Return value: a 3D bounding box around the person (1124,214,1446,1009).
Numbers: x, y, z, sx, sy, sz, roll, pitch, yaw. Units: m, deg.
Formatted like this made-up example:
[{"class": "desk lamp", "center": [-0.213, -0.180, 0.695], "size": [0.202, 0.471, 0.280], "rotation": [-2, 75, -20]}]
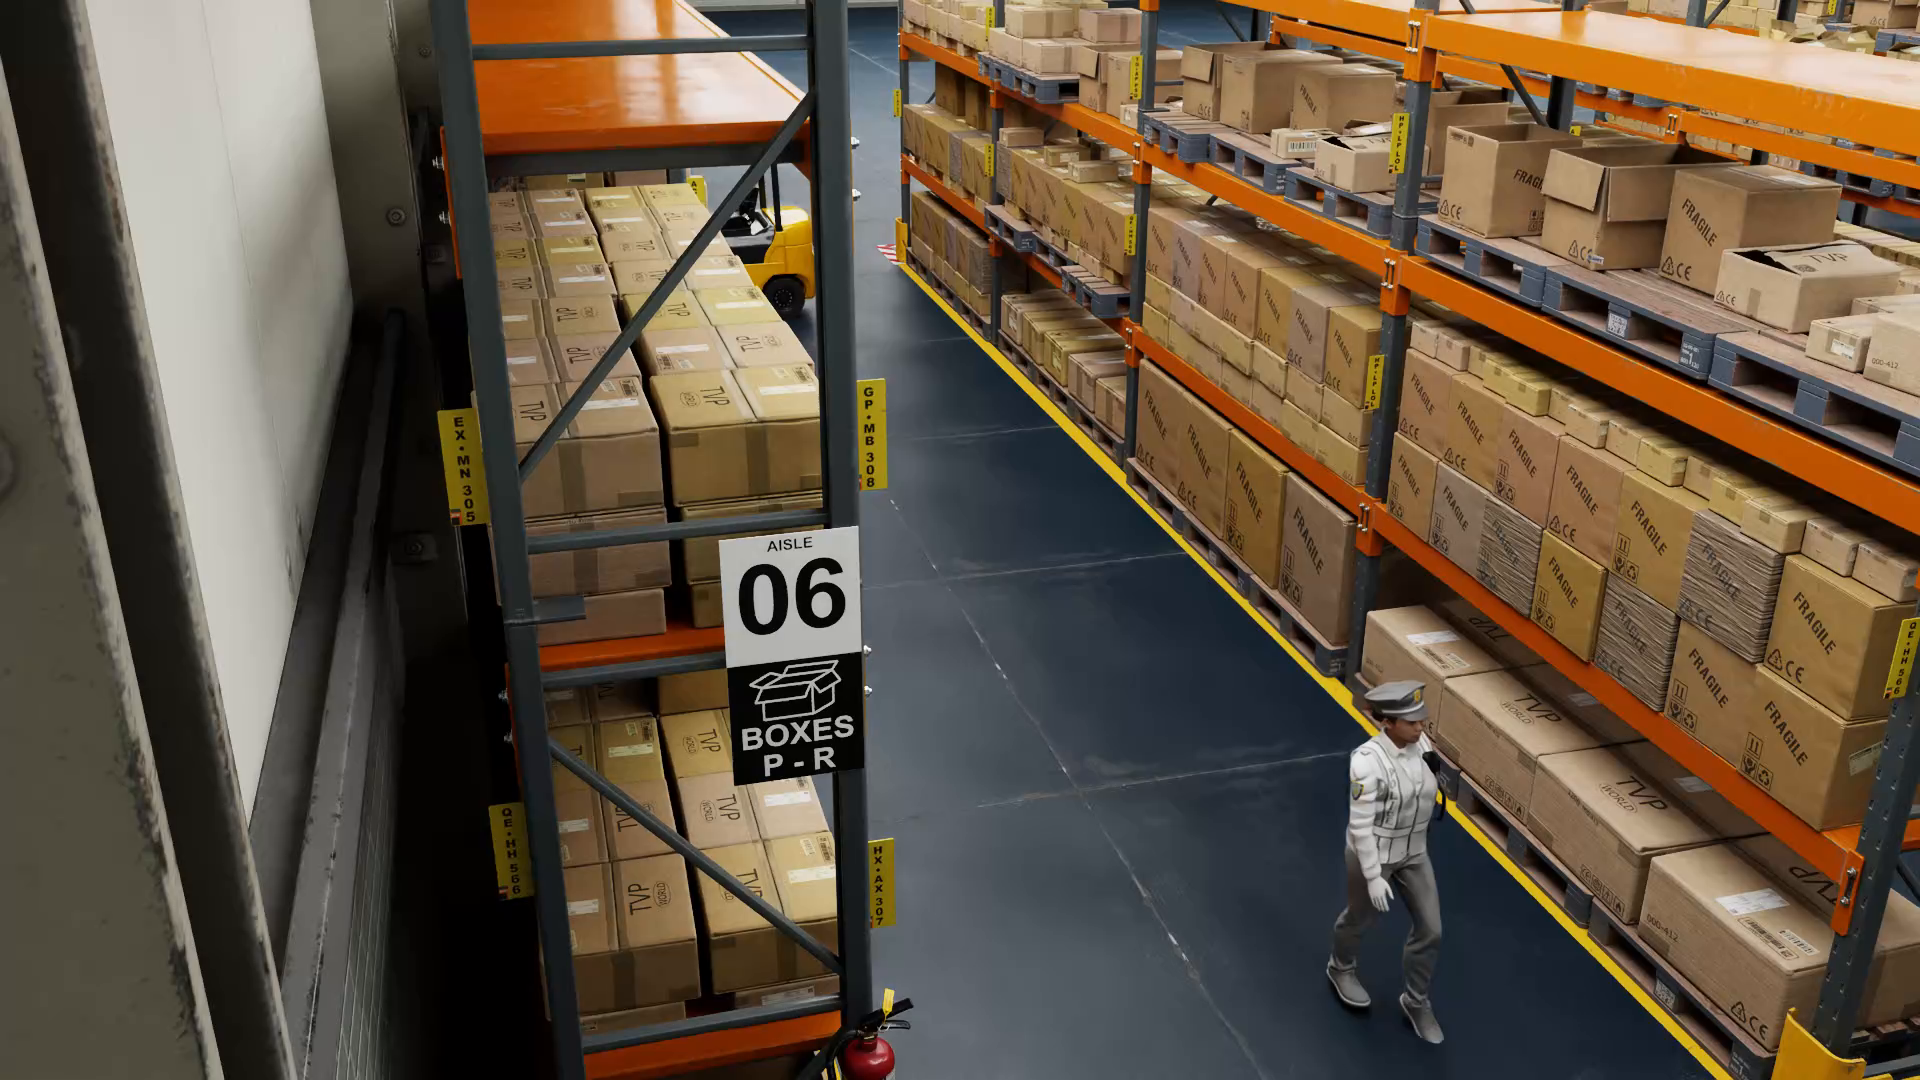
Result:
[{"class": "person", "center": [3.170, -0.927, 12.122], "size": [7.840, 2.202, 8.562], "rotation": [-12, 26, -26]}]
